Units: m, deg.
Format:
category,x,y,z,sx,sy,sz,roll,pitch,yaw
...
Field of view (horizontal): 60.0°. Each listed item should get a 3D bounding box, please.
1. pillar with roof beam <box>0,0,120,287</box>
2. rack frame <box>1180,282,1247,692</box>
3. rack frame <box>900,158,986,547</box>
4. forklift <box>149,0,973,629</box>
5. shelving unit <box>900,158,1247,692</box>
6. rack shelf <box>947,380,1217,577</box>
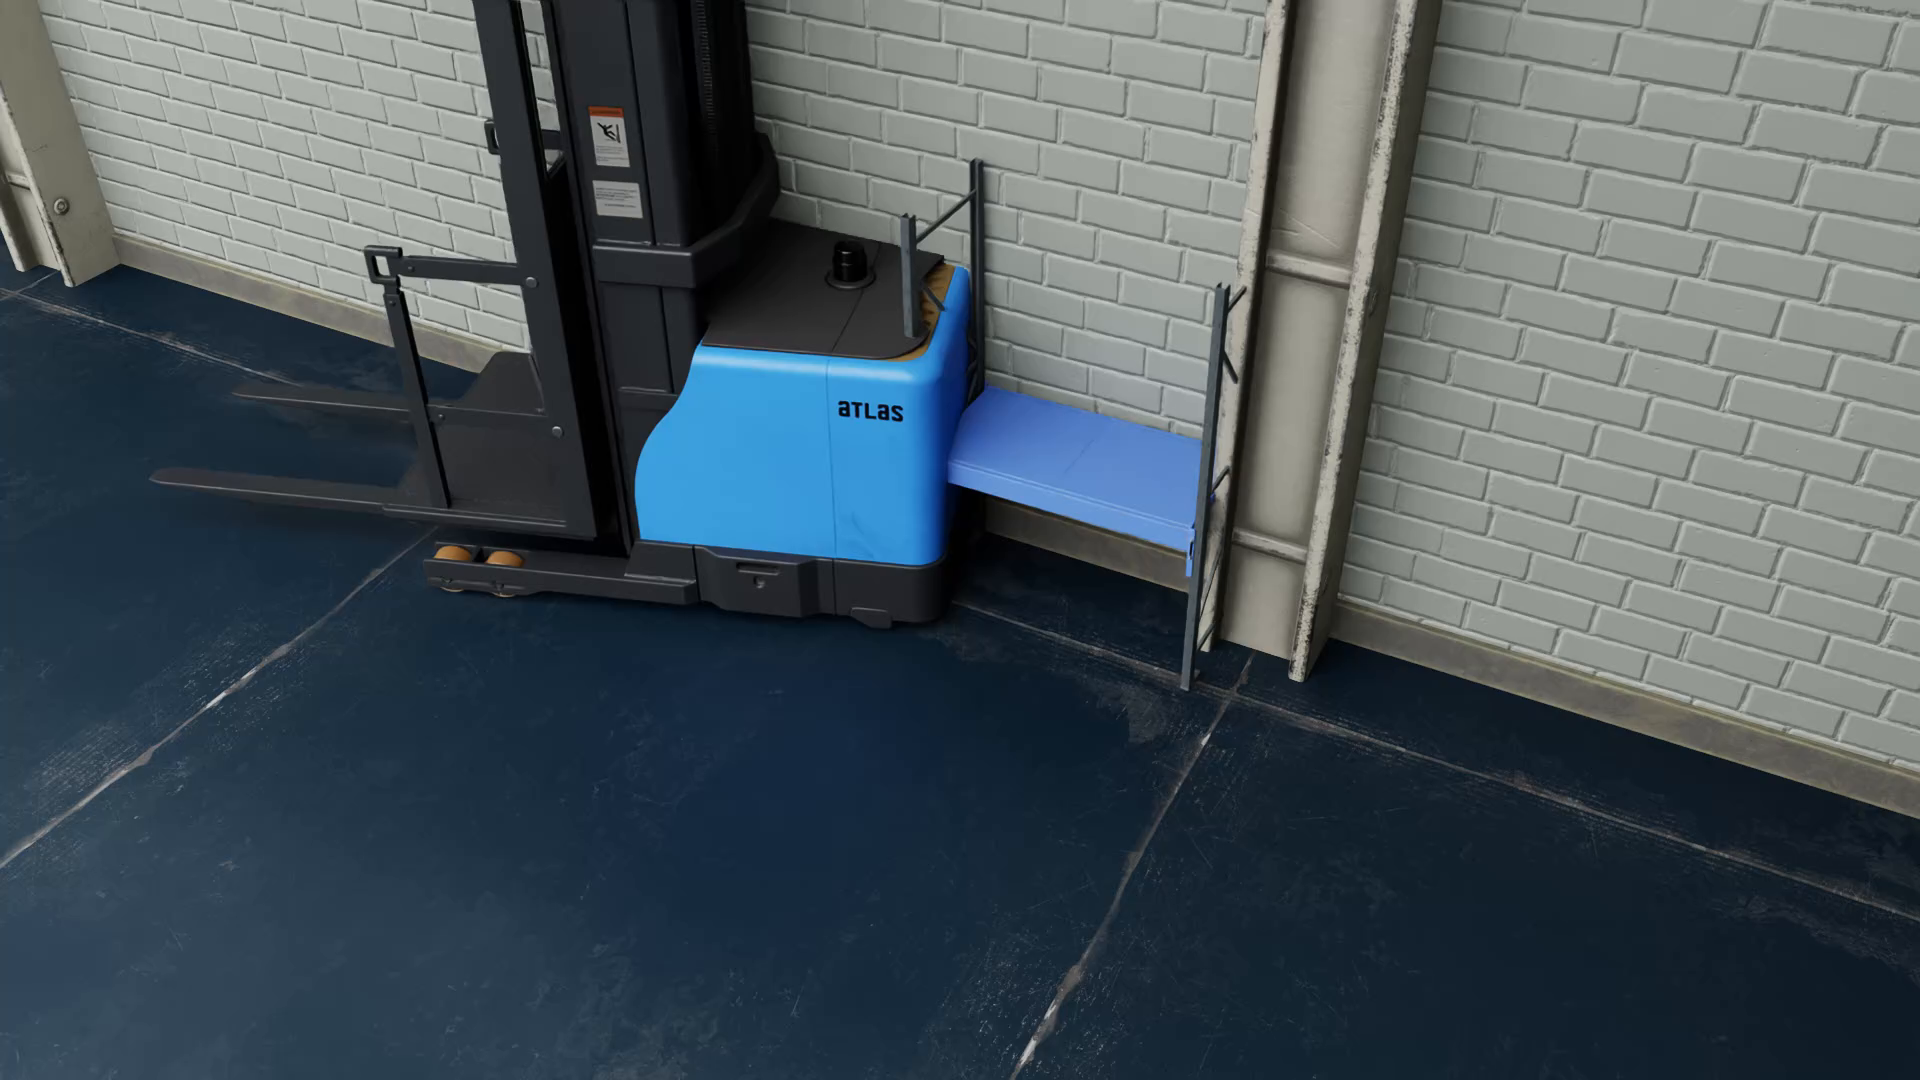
category,x,y,z,sx,sy,sz,roll,pitch,yaw
pillar with roof beam,-6.252,-2.596,2.228,0.400,9.000,9.100,17,41,21
rack frame,0.856,-0.233,5.288,0.032,1.500,0.500,17,40,22
rack frame,-0.043,-0.505,5.676,0.032,1.500,0.500,17,40,22
forklift,-1.469,-1.271,5.500,3.031,2.935,1.130,5,38,7
shelving unit,0.406,-0.369,5.482,1.048,1.500,0.538,17,40,22
rack shelf,0.409,-0.225,5.589,1.000,0.185,0.538,17,40,22
